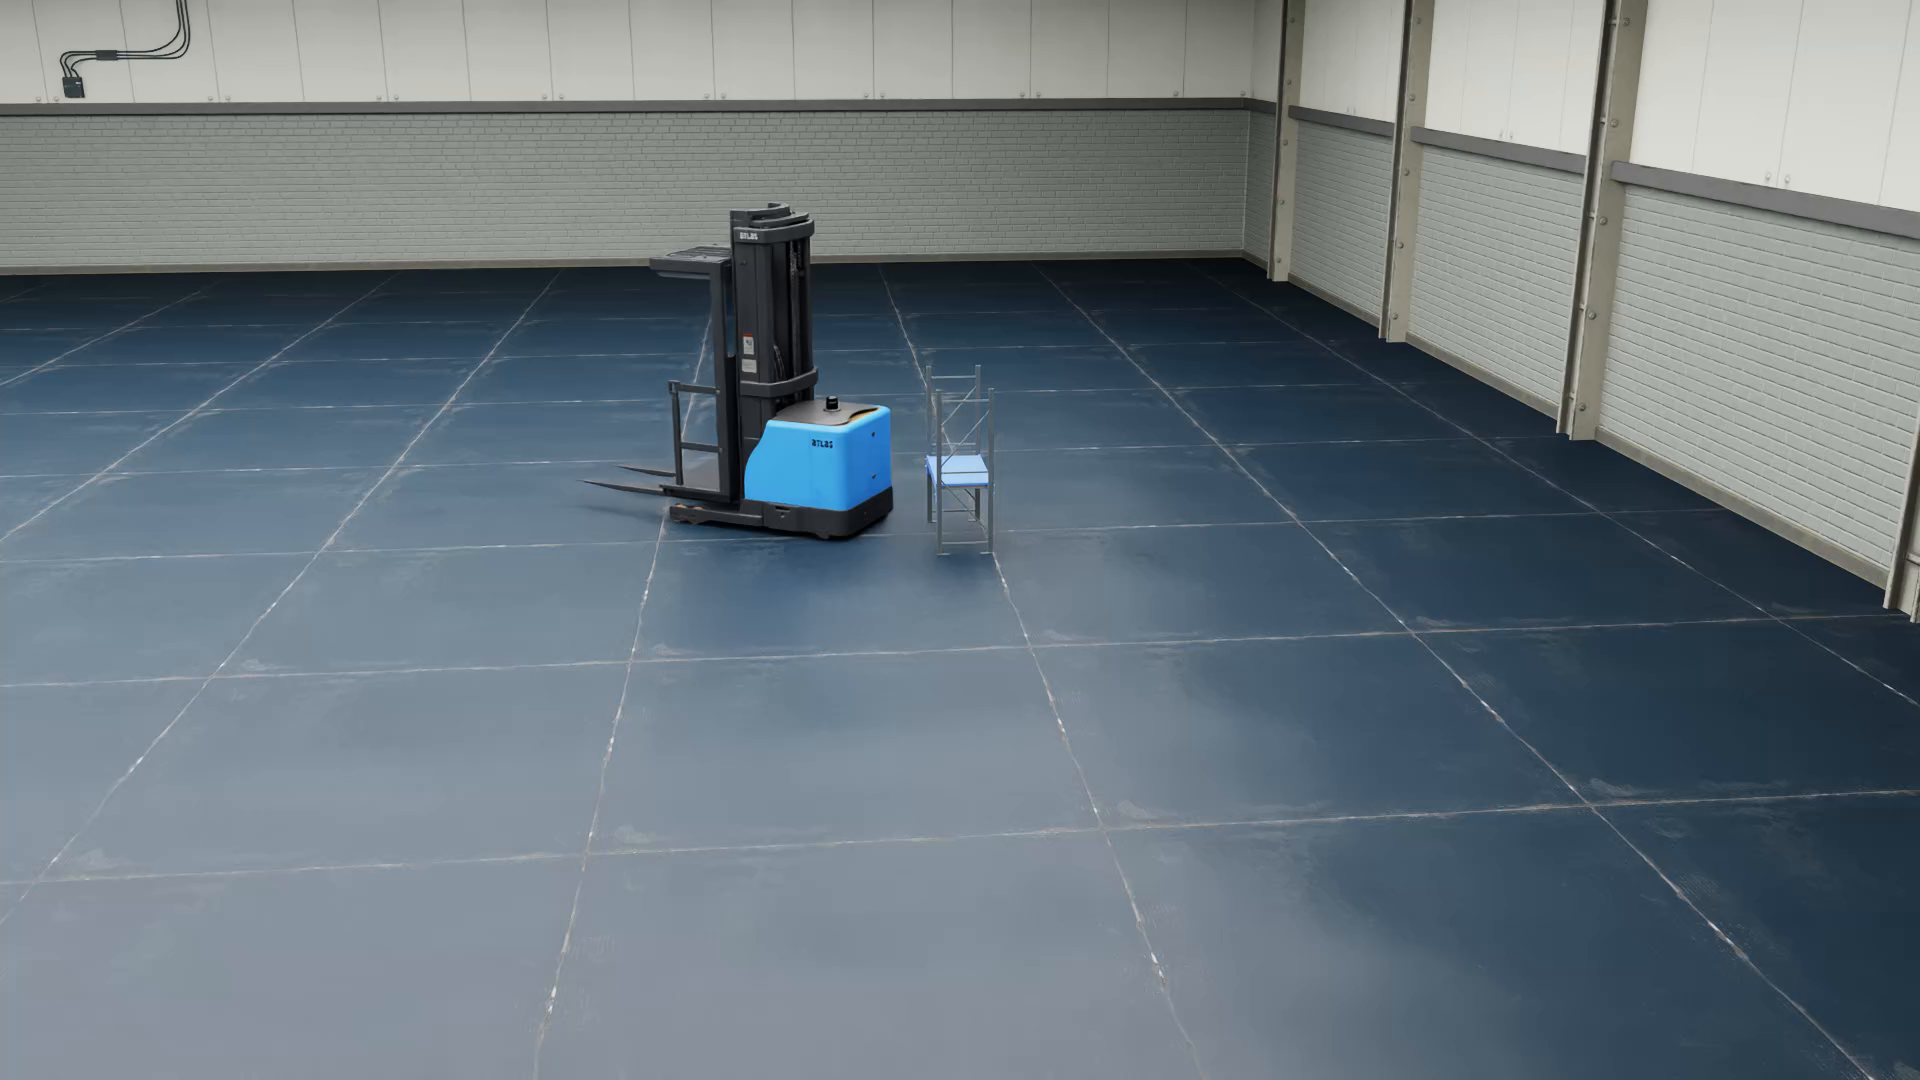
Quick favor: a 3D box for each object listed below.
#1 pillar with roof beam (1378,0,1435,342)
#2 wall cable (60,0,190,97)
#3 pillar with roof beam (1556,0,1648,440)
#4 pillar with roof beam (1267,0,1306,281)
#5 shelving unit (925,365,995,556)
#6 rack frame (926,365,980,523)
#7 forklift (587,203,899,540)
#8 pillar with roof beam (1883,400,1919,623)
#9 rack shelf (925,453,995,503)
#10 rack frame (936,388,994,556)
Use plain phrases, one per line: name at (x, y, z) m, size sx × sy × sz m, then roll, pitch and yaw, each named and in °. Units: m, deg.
pillar with roof beam at (2.162, -7.142, 22.977) m, size 9.100 × 9.000 × 0.400 m, roll -2°, pitch 18°, yaw -6°
wall cable at (-15.051, -10.920, 29.331) m, size 2.305 × 6.003 × 0.169 m, roll -2°, pitch 18°, yaw -6°
pillar with roof beam at (2.781, -5.355, 17.283) m, size 9.100 × 9.000 × 0.400 m, roll -2°, pitch 18°, yaw -6°
pillar with roof beam at (1.543, -8.930, 28.671) m, size 9.100 × 9.000 × 0.400 m, roll -2°, pitch 18°, yaw -6°
shelving unit at (-0.009, -0.741, 15.106) m, size 0.538 × 1.500 × 1.048 m, roll -2°, pitch 18°, yaw -6°
rack frame at (-0.061, -0.892, 15.589) m, size 0.500 × 1.500 × 0.032 m, roll -2°, pitch 18°, yaw -6°
forklift at (-2.145, -1.672, 15.681) m, size 3.031 × 2.935 × 1.130 m, roll 7°, pitch 19°, yaw 23°
pillar with roof beam at (3.400, -3.567, 11.589) m, size 9.100 × 9.000 × 0.400 m, roll -2°, pitch 18°, yaw -6°
rack shelf at (-0.009, -0.569, 15.160) m, size 0.538 × 0.185 × 1.000 m, roll -2°, pitch 18°, yaw -6°
rack frame at (0.044, -0.590, 14.624) m, size 0.500 × 1.500 × 0.032 m, roll -2°, pitch 18°, yaw -6°
